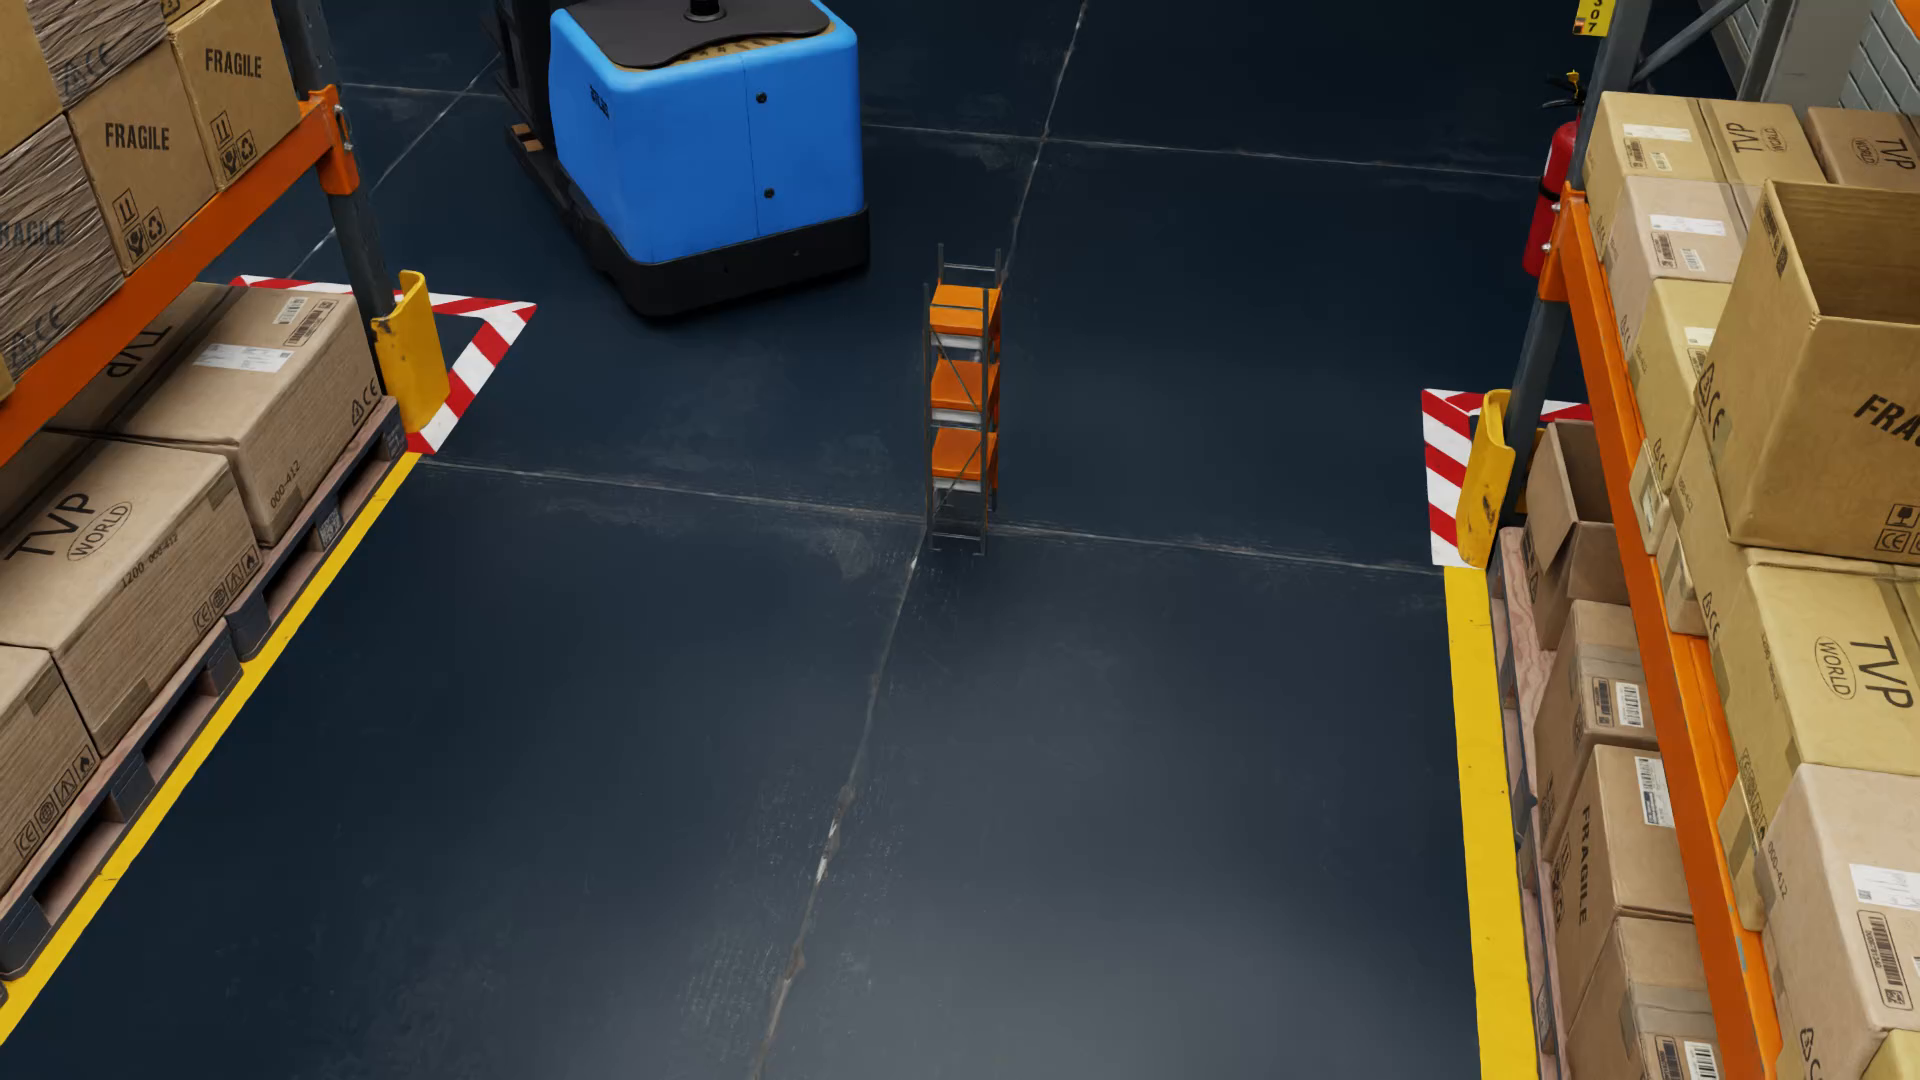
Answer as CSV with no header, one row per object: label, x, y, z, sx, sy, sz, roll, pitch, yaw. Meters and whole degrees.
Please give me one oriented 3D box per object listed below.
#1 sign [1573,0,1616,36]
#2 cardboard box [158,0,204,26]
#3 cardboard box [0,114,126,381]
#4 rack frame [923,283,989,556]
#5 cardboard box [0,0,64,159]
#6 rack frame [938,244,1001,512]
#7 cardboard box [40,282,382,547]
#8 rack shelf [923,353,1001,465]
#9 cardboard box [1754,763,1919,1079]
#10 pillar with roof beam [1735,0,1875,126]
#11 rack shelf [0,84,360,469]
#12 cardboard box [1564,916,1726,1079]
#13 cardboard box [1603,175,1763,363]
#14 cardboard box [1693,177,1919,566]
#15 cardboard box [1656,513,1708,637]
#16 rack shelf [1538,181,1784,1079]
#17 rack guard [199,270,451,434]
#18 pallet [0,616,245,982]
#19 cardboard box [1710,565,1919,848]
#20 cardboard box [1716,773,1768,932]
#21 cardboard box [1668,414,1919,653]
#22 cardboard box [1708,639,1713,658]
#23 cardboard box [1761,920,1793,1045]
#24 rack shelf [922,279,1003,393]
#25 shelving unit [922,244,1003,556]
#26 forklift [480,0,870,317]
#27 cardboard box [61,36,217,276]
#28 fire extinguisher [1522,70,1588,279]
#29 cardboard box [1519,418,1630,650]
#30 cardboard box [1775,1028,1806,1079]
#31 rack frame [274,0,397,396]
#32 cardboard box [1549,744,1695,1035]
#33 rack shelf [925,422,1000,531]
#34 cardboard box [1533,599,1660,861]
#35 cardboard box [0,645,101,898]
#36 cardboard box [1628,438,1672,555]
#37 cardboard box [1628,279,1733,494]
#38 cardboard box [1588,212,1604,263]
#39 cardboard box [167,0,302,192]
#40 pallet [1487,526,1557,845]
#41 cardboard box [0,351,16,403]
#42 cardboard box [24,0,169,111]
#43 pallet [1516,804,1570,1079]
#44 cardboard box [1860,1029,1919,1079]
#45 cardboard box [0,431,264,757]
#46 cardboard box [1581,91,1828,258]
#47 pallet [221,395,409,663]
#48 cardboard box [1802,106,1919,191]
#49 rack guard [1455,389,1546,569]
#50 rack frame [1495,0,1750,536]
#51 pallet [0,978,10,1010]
sign,1.782,-1.552,4.594,0.100,0.325,0.005,6,40,8
cardboard box,-2.422,-1.799,4.709,0.500,0.500,0.500,8,40,9
cardboard box,-2.577,-0.773,4.253,0.500,0.500,0.500,7,40,9
rack frame,-0.012,-0.362,5.363,0.200,1.050,0.008,6,40,8
cardboard box,-2.573,-1.158,3.933,0.500,0.500,0.500,6,40,7
rack frame,0.030,-0.515,5.549,0.200,1.050,0.008,6,40,8
cardboard box,-2.589,-0.453,5.625,0.875,0.438,0.875,5,40,6
rack shelf,0.009,-0.430,5.463,0.215,0.259,0.240,6,40,8
cardboard box,1.544,0.632,2.516,0.500,0.250,0.500,7,40,8
pillar with roof beam,-0.570,-5.538,5.387,9.100,9.000,0.400,6,40,8
rack shelf,-2.919,-0.171,4.168,1.077,0.370,4.000,6,40,8
cardboard box,1.751,1.200,3.577,0.700,0.500,0.500,5,40,6
cardboard box,1.885,-0.644,4.059,0.500,0.250,0.500,7,40,8
cardboard box,1.713,-0.308,3.064,0.500,0.500,0.500,7,40,9
cardboard box,1.692,0.085,3.491,0.380,0.149,0.250,7,40,9
rack shelf,1.970,0.374,3.509,1.077,0.370,4.000,6,40,8
rack guard,-2.569,-0.755,6.271,1.175,0.500,0.348,6,40,8
pallet,-2.848,0.645,4.805,1.003,0.211,1.213,6,40,8
cardboard box,1.643,0.321,2.892,0.500,0.250,0.500,6,40,7
cardboard box,1.564,0.564,2.911,0.380,0.149,0.250,6,40,7
cardboard box,1.733,-0.002,3.283,0.500,0.250,0.500,5,40,7
cardboard box,1.715,0.254,3.286,0.380,0.149,0.250,6,40,8
cardboard box,1.547,0.727,2.714,0.380,0.149,0.250,7,40,9
rack shelf,0.009,-0.649,5.282,0.215,0.259,0.240,6,40,8
shelving unit,0.009,-0.438,5.456,0.215,1.050,0.252,6,40,8
forklift,-1.516,-2.962,7.033,1.130,2.935,3.031,-19,43,-21
cardboard box,-2.498,-1.097,4.644,0.500,0.500,0.500,6,40,7
fire extinguisher,1.886,-1.129,5.114,0.296,0.674,0.183,6,40,8
cardboard box,2.117,0.015,5.008,0.797,0.503,0.637,5,40,6
cardboard box,1.475,0.889,2.518,0.380,0.149,0.250,7,40,9
rack frame,-2.573,-1.704,5.457,1.000,3.000,0.127,6,40,8
cardboard box,1.741,0.869,3.977,0.500,0.500,0.500,7,40,8
rack shelf,0.009,-0.216,5.640,0.215,0.259,0.240,6,40,8
cardboard box,1.931,0.548,4.365,0.700,0.500,0.500,8,40,9
cardboard box,-2.897,0.688,4.245,0.875,0.438,0.875,5,40,6
cardboard box,1.717,-0.083,3.693,0.380,0.149,0.250,5,40,6
cardboard box,1.801,-0.326,3.674,0.500,0.250,0.500,6,40,7
cardboard box,1.989,-0.886,4.665,0.380,0.149,0.250,6,40,7
cardboard box,-2.396,-1.410,5.023,0.500,0.500,0.500,7,40,8
pallet,2.166,0.464,5.023,1.003,0.211,1.213,6,40,8
cardboard box,-2.654,-0.448,3.859,0.500,0.500,0.500,8,40,9
cardboard box,-2.484,-1.468,4.308,0.500,0.500,0.500,7,40,8
pallet,1.952,1.228,4.100,1.003,0.211,1.213,6,40,8
cardboard box,1.472,0.948,2.133,0.500,0.250,0.500,7,40,9
cardboard box,-2.739,0.122,4.929,0.875,0.438,0.875,7,40,9
cardboard box,1.972,-0.961,4.442,0.500,0.250,0.500,7,40,8
pallet,-2.635,-0.119,5.728,1.003,0.211,1.213,6,40,8
cardboard box,2.498,-0.898,4.366,0.500,0.250,0.500,7,40,9
rack guard,2.303,-0.148,5.536,1.175,0.500,0.348,6,40,8
rack frame,2.316,-1.159,4.798,1.000,3.000,0.127,6,40,8
pallet,-3.057,1.413,3.876,1.003,0.211,1.213,6,40,8
